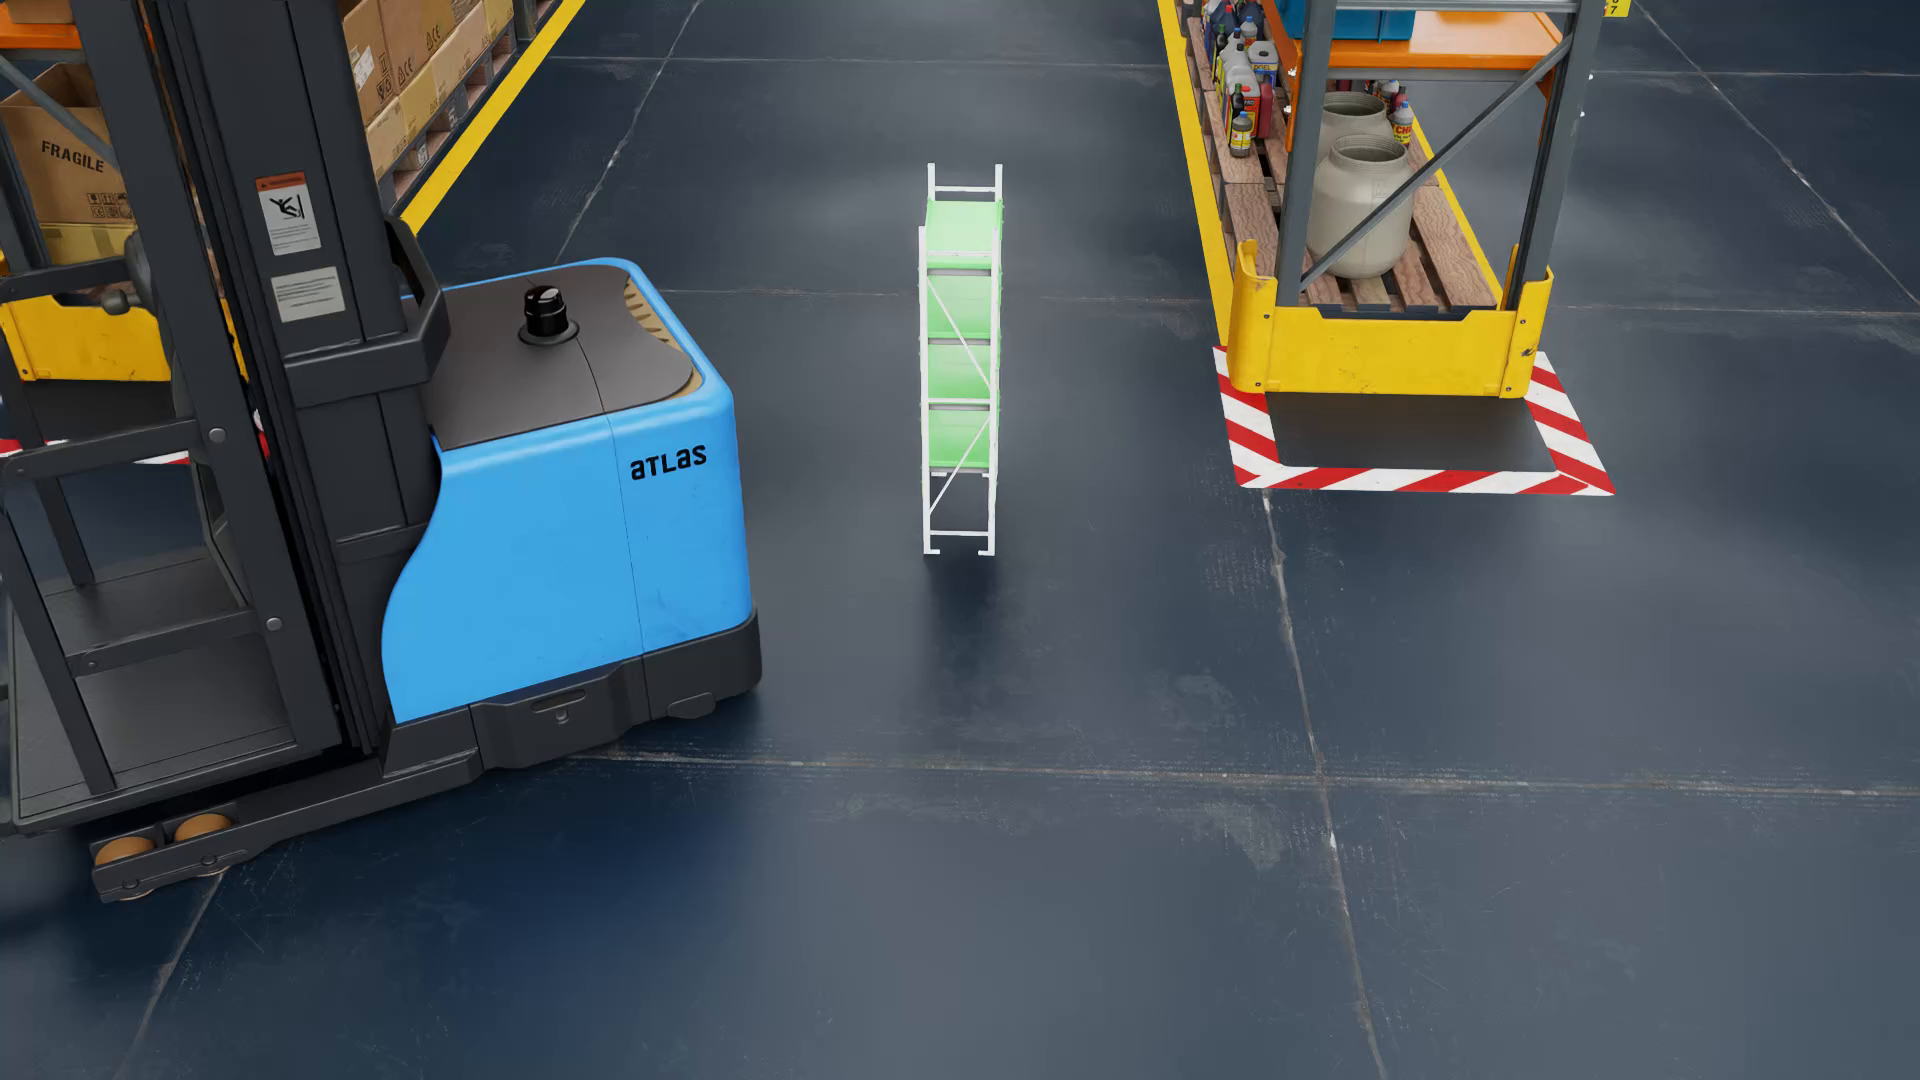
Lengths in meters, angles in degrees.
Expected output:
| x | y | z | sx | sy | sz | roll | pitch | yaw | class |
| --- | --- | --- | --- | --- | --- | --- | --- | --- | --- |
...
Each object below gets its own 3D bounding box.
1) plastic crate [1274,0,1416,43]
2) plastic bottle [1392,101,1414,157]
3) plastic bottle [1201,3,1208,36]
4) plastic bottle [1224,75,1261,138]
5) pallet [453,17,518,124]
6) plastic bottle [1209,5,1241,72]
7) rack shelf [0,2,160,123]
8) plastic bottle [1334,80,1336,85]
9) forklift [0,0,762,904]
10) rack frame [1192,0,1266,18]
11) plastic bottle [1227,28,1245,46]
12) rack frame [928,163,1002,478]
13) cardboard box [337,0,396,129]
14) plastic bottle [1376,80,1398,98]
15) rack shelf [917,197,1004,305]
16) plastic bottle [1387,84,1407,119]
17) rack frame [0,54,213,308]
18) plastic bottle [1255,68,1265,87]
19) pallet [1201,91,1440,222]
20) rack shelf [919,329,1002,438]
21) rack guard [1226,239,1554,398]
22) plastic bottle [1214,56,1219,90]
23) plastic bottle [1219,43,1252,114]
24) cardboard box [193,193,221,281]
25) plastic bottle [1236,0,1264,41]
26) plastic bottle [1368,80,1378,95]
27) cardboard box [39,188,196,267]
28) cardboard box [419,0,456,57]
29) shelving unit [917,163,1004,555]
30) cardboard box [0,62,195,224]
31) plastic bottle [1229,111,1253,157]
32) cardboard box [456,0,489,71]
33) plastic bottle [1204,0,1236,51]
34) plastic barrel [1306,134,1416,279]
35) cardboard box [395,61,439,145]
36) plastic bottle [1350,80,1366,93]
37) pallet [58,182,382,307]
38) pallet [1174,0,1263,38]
| x | y | z | sx | sy | sz | roll | pitch | yaw | class |
| --- | --- | --- | --- | --- | --- | --- | --- | --- | --- |
| 1.435 | -2.085 | 6.238 | 0.499 | 0.251 | 0.616 | 1 | 35 | 2 | plastic crate |
| 2.098 | -1.950 | 7.906 | 0.097 | 0.271 | 0.097 | 0 | 35 | 0 | plastic bottle |
| 1.420 | -2.954 | 9.395 | 0.097 | 0.201 | 0.097 | 0 | 35 | 0 | plastic bottle |
| 1.387 | -2.127 | 8.154 | 0.152 | 0.276 | 0.135 | 2 | 35 | 2 | plastic bottle |
| -3.148 | -2.670 | 9.365 | 1.003 | 0.211 | 1.213 | 1 | 35 | 2 | pallet |
| 1.420 | -2.683 | 8.881 | 0.144 | 0.351 | 0.185 | 0 | 35 | 0 | plastic bottle |
| -3.155 | -2.823 | 7.784 | 1.077 | 0.370 | 4.000 | 1 | 35 | 2 | rack shelf |
| 2.013 | -2.534 | 8.726 | 0.061 | 0.283 | 0.133 | 1 | 35 | 2 | plastic bottle |
| -2.156 | -0.596 | 4.049 | 3.031 | 2.935 | 1.130 | -16 | 38 | -21 | forklift |
| 1.875 | -4.150 | 9.046 | 1.000 | 3.000 | 0.127 | 1 | 35 | 2 | rack frame |
| 1.451 | -2.566 | 8.782 | 0.097 | 0.271 | 0.097 | 0 | 35 | 0 | plastic bottle |
| 0.016 | -0.726 | 5.740 | 0.240 | 1.200 | 0.015 | 1 | 35 | 2 | rack frame |
| -2.966 | -2.200 | 7.645 | 0.500 | 0.500 | 0.500 | 1 | 35 | 2 | cardboard box |
| 2.116 | -2.204 | 8.268 | 0.097 | 0.271 | 0.097 | 0 | 35 | 0 | plastic bottle |
| 0.007 | -0.926 | 5.301 | 0.258 | 0.148 | 0.480 | 1 | 35 | 2 | rack shelf |
| 2.125 | -2.084 | 8.087 | 0.061 | 0.283 | 0.133 | 2 | 35 | 3 | plastic bottle |
| -3.235 | -1.968 | 5.942 | 1.000 | 3.000 | 0.127 | 1 | 35 | 2 | rack frame |
| 1.518 | -2.294 | 8.456 | 0.097 | 0.201 | 0.097 | 0 | 35 | 0 | plastic bottle |
| 1.760 | -1.921 | 8.300 | 1.003 | 0.211 | 1.213 | 1 | 35 | 2 | pallet |
| 0.007 | -0.534 | 5.577 | 0.258 | 0.148 | 0.480 | 1 | 35 | 2 | rack shelf |
| 1.670 | -0.874 | 6.558 | 1.175 | 0.500 | 0.348 | 1 | 35 | 2 | rack guard |
| 1.385 | -2.460 | 8.693 | 0.097 | 0.201 | 0.097 | 0 | 35 | 0 | plastic bottle |
| 1.395 | -2.332 | 8.381 | 0.144 | 0.351 | 0.185 | 3 | 35 | 4 | plastic bottle |
| -2.992 | -1.318 | 7.043 | 0.500 | 0.250 | 0.500 | 1 | 35 | 2 | cardboard box |
| 1.572 | -2.788 | 9.030 | 0.144 | 0.351 | 0.185 | 1 | 35 | 2 | plastic bottle |
| 2.124 | -2.321 | 8.434 | 0.097 | 0.271 | 0.097 | 0 | 35 | 0 | plastic bottle |
| -3.509 | -1.330 | 7.060 | 0.500 | 0.250 | 0.500 | 1 | 35 | 2 | cardboard box |
| -2.923 | -2.774 | 8.463 | 0.500 | 0.500 | 0.500 | 1 | 35 | 2 | cardboard box |
| 0.007 | -0.586 | 5.540 | 0.258 | 1.200 | 0.503 | 1 | 35 | 2 | shelving unit |
| -3.511 | -1.637 | 6.844 | 0.500 | 0.500 | 0.500 | 1 | 35 | 2 | cardboard box |
| 1.350 | -1.952 | 7.970 | 0.097 | 0.201 | 0.097 | 0 | 35 | 0 | plastic bottle |
| -2.905 | -2.755 | 9.087 | 0.500 | 0.250 | 0.500 | 1 | 35 | 2 | cardboard box |
| 1.438 | -2.856 | 9.191 | 0.152 | 0.276 | 0.135 | 3 | 35 | 4 | plastic bottle |
| 1.664 | -1.385 | 6.911 | 0.421 | 0.512 | 0.421 | 0 | 35 | 0 | plastic barrel |
| -2.930 | -2.180 | 8.269 | 0.500 | 0.250 | 0.500 | 1 | 35 | 2 | cardboard box |
| 2.105 | -2.450 | 8.613 | 0.152 | 0.276 | 0.135 | 2 | 35 | 3 | plastic bottle |
| -3.246 | -1.268 | 7.370 | 1.003 | 0.211 | 1.213 | 1 | 35 | 2 | pallet |
| 1.867 | -3.461 | 10.491 | 1.003 | 0.211 | 1.213 | 1 | 35 | 2 | pallet |
